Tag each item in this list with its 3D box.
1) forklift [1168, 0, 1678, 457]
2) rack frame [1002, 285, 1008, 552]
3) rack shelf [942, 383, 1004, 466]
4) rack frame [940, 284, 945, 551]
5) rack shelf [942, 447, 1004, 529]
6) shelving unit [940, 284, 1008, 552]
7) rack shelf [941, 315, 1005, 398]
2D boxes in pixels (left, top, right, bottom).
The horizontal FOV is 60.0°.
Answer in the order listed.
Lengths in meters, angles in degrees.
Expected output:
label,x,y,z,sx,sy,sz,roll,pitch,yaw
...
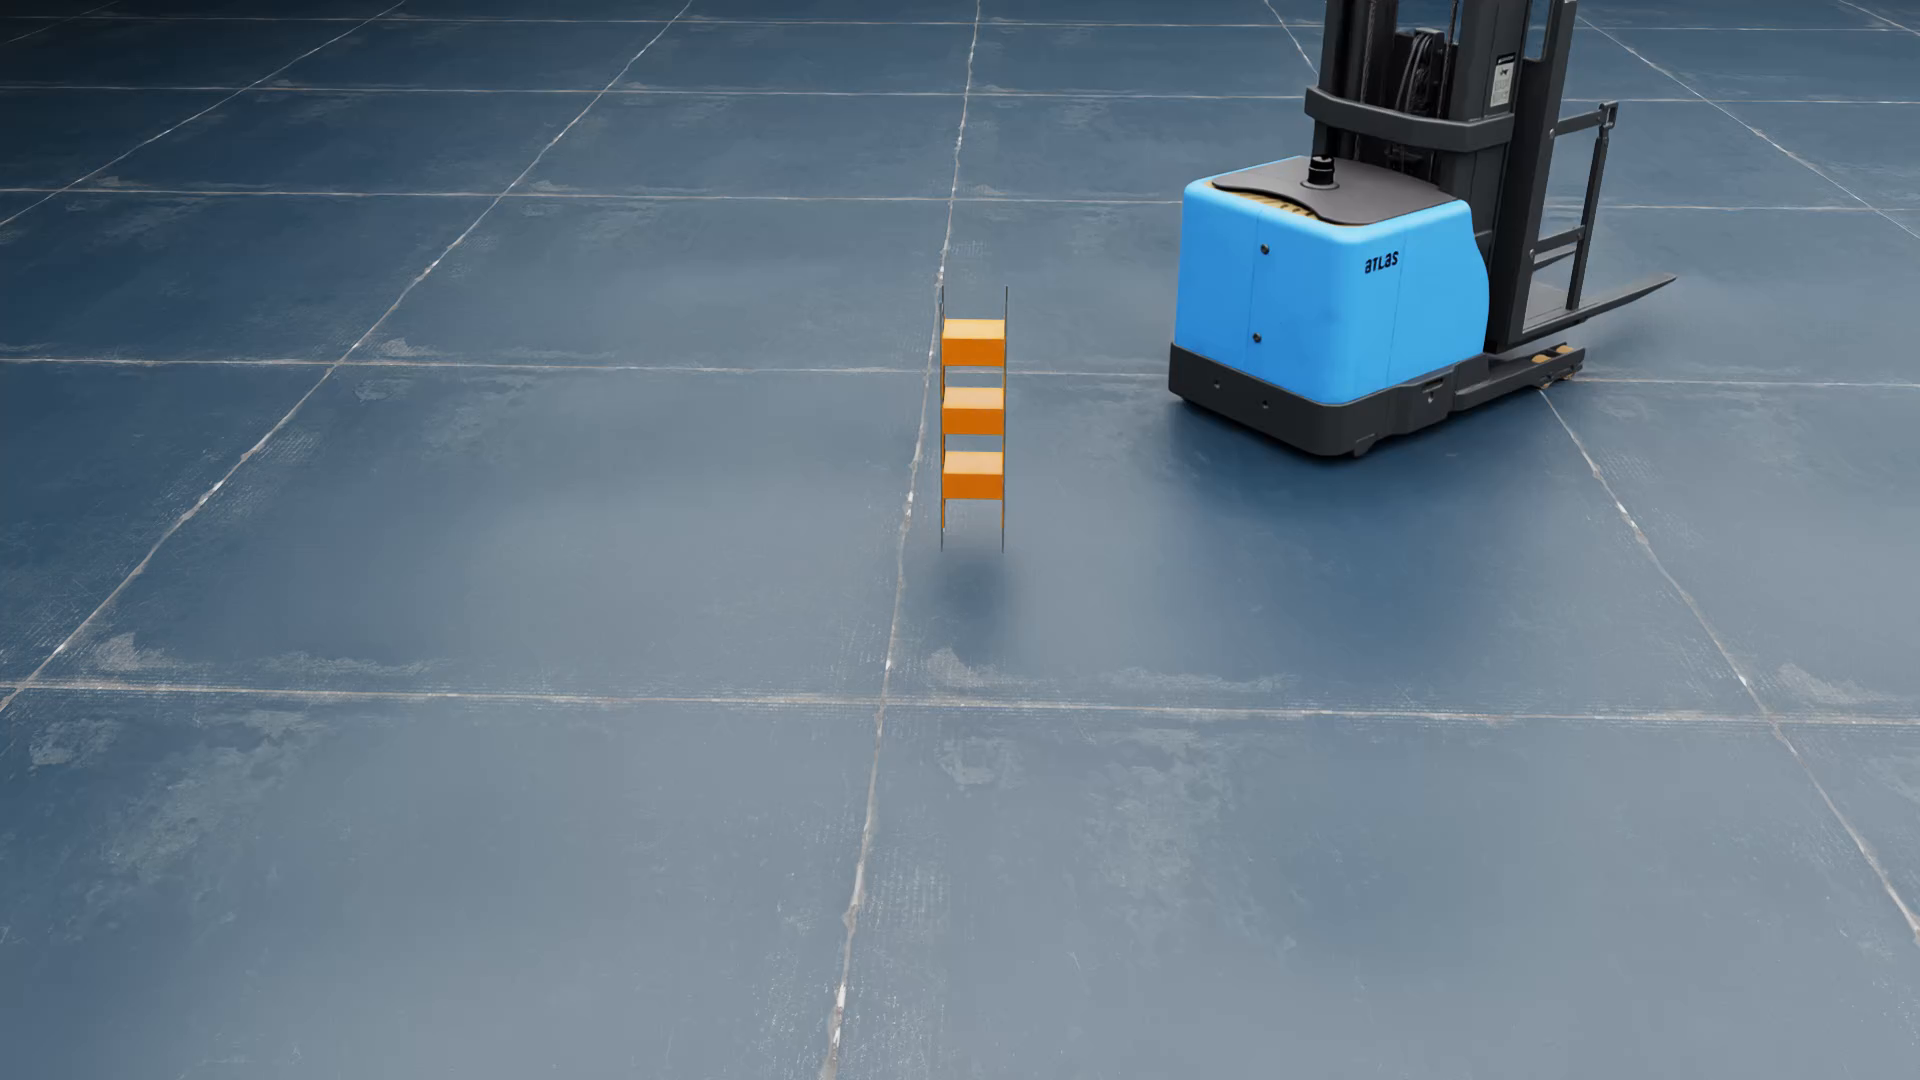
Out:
label,x,y,z,sx,sy,sz,roll,pitch,yaw
forklift,2.470,-2.208,7.787,3.031,2.935,1.130,-20,34,-33
rack frame,0.175,-0.461,6.499,0.008,1.050,0.200,1,28,2
rack shelf,0.053,-0.454,6.507,0.240,0.259,0.215,1,28,2
rack frame,-0.068,-0.465,6.506,0.008,1.050,0.200,1,28,2
rack shelf,0.053,-0.208,6.638,0.240,0.259,0.215,1,28,2
shelving unit,0.053,-0.463,6.502,0.252,1.050,0.215,1,28,2
rack shelf,0.053,-0.704,6.374,0.240,0.259,0.215,1,28,2
